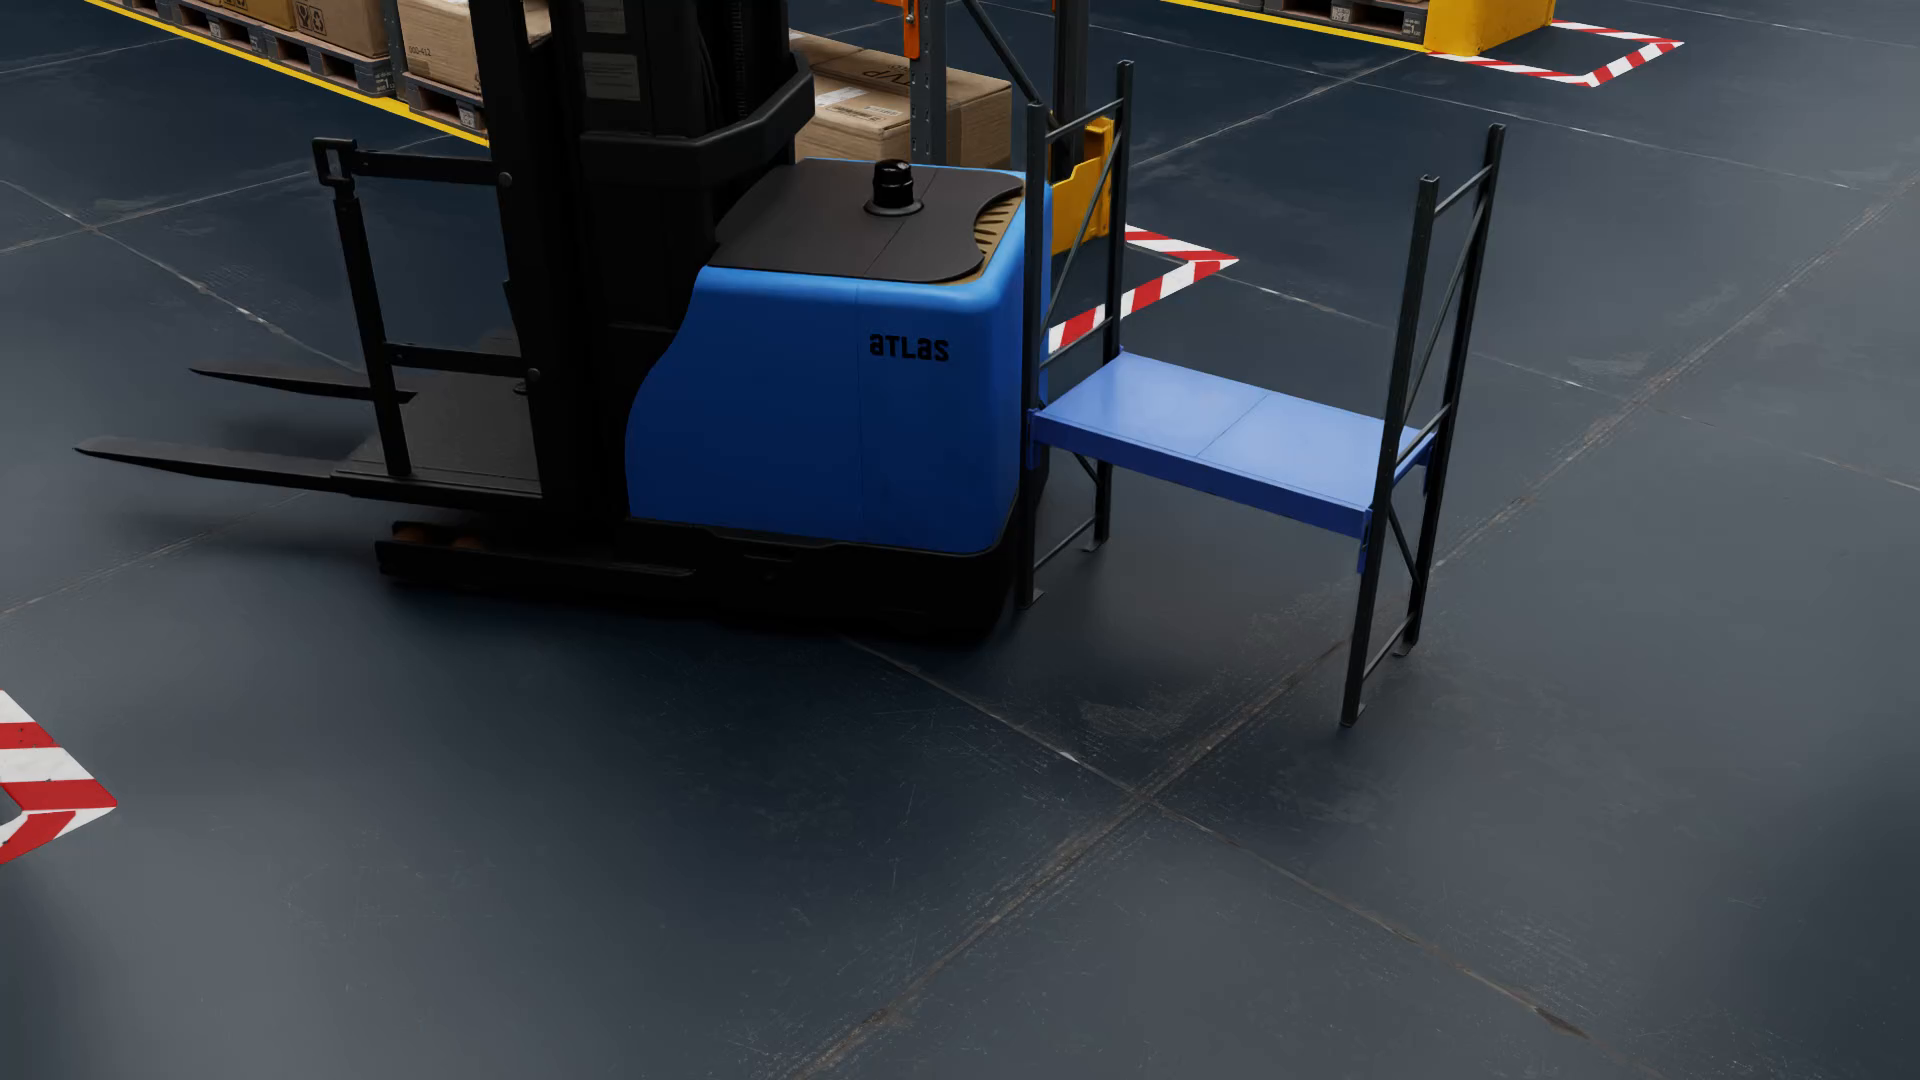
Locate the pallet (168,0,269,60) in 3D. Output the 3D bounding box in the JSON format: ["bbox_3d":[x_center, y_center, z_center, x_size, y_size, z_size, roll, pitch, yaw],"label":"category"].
[{"bbox_3d":[-4.319,-3.396,10.687,1.213,0.211,1.003,25,39,35],"label":"pallet"}]

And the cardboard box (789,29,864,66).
[{"bbox_3d":[-1.063,-2.132,7.960,0.875,0.438,0.875,26,40,36],"label":"cardboard box"}]

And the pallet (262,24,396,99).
[{"bbox_3d":[-3.411,-2.974,9.986,1.213,0.211,1.003,25,39,35],"label":"pallet"}]

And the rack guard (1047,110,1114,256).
[{"bbox_3d":[0.196,-1.467,7.202,0.348,0.500,1.175,25,39,35],"label":"rack guard"}]

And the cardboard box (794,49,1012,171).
[{"bbox_3d":[-0.379,-1.819,7.440,0.875,0.438,0.875,24,38,34],"label":"cardboard box"}]

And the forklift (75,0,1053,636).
[{"bbox_3d":[-1.278,-1.362,4.671,3.031,2.935,1.130,6,32,10],"label":"forklift"}]

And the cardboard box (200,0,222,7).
[{"bbox_3d":[-4.639,-4.003,10.645,0.875,0.875,0.875,26,39,36],"label":"cardboard box"}]

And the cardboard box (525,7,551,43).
[{"bbox_3d":[-1.730,-2.445,8.480,0.875,0.438,0.875,24,38,34],"label":"cardboard box"}]

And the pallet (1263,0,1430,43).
[{"bbox_3d":[2.789,-3.600,11.026,1.213,0.211,1.003,25,39,35],"label":"pallet"}]

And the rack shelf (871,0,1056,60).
[{"bbox_3d":[-1.305,-2.930,7.906,4.000,0.370,1.077,25,39,35],"label":"rack shelf"}]

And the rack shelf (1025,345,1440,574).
[{"bbox_3d":[0.741,-0.245,4.552,1.000,0.185,0.538,19,36,29],"label":"rack shelf"}]

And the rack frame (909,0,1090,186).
[{"bbox_3d":[0.178,-2.546,6.571,0.127,3.000,1.000,25,39,35],"label":"rack frame"}]

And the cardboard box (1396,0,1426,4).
[{"bbox_3d":[2.894,-3.535,10.571,0.250,0.149,0.380,26,40,36],"label":"cardboard box"}]

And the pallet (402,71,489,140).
[{"bbox_3d":[-2.277,-2.443,9.103,1.213,0.211,1.003,25,39,35],"label":"pallet"}]

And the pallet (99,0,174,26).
[{"bbox_3d":[-5.220,-3.819,11.388,1.213,0.211,1.003,25,39,35],"label":"pallet"}]

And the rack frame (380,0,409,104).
[{"bbox_3d":[-2.788,-3.931,8.871,0.127,3.000,1.000,25,39,35],"label":"rack frame"}]

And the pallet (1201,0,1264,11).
[{"bbox_3d":[1.889,-4.023,11.727,1.213,0.211,1.003,25,39,35],"label":"pallet"}]

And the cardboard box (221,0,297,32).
[{"bbox_3d":[-3.976,-3.694,10.130,0.875,0.875,0.875,26,40,36],"label":"cardboard box"}]

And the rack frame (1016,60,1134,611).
[{"bbox_3d":[0.319,-0.545,4.702,0.032,1.500,0.500,19,36,29],"label":"rack frame"}]

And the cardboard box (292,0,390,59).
[{"bbox_3d":[-3.301,-3.384,9.616,0.875,0.875,0.875,26,40,36],"label":"cardboard box"}]

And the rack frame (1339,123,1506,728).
[{"bbox_3d":[1.163,-0.253,4.216,0.032,1.500,0.500,19,36,29],"label":"rack frame"}]

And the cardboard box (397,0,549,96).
[{"bbox_3d":[-2.395,-2.754,8.994,0.875,0.438,0.875,24,39,34],"label":"cardboard box"}]

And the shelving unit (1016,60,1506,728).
[{"bbox_3d":[0.741,-0.399,4.459,1.048,1.500,0.538,19,36,29],"label":"shelving unit"}]

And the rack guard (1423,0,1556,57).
[{"bbox_3d":[3.368,-3.429,10.462,0.348,0.500,1.175,25,39,35],"label":"rack guard"}]
